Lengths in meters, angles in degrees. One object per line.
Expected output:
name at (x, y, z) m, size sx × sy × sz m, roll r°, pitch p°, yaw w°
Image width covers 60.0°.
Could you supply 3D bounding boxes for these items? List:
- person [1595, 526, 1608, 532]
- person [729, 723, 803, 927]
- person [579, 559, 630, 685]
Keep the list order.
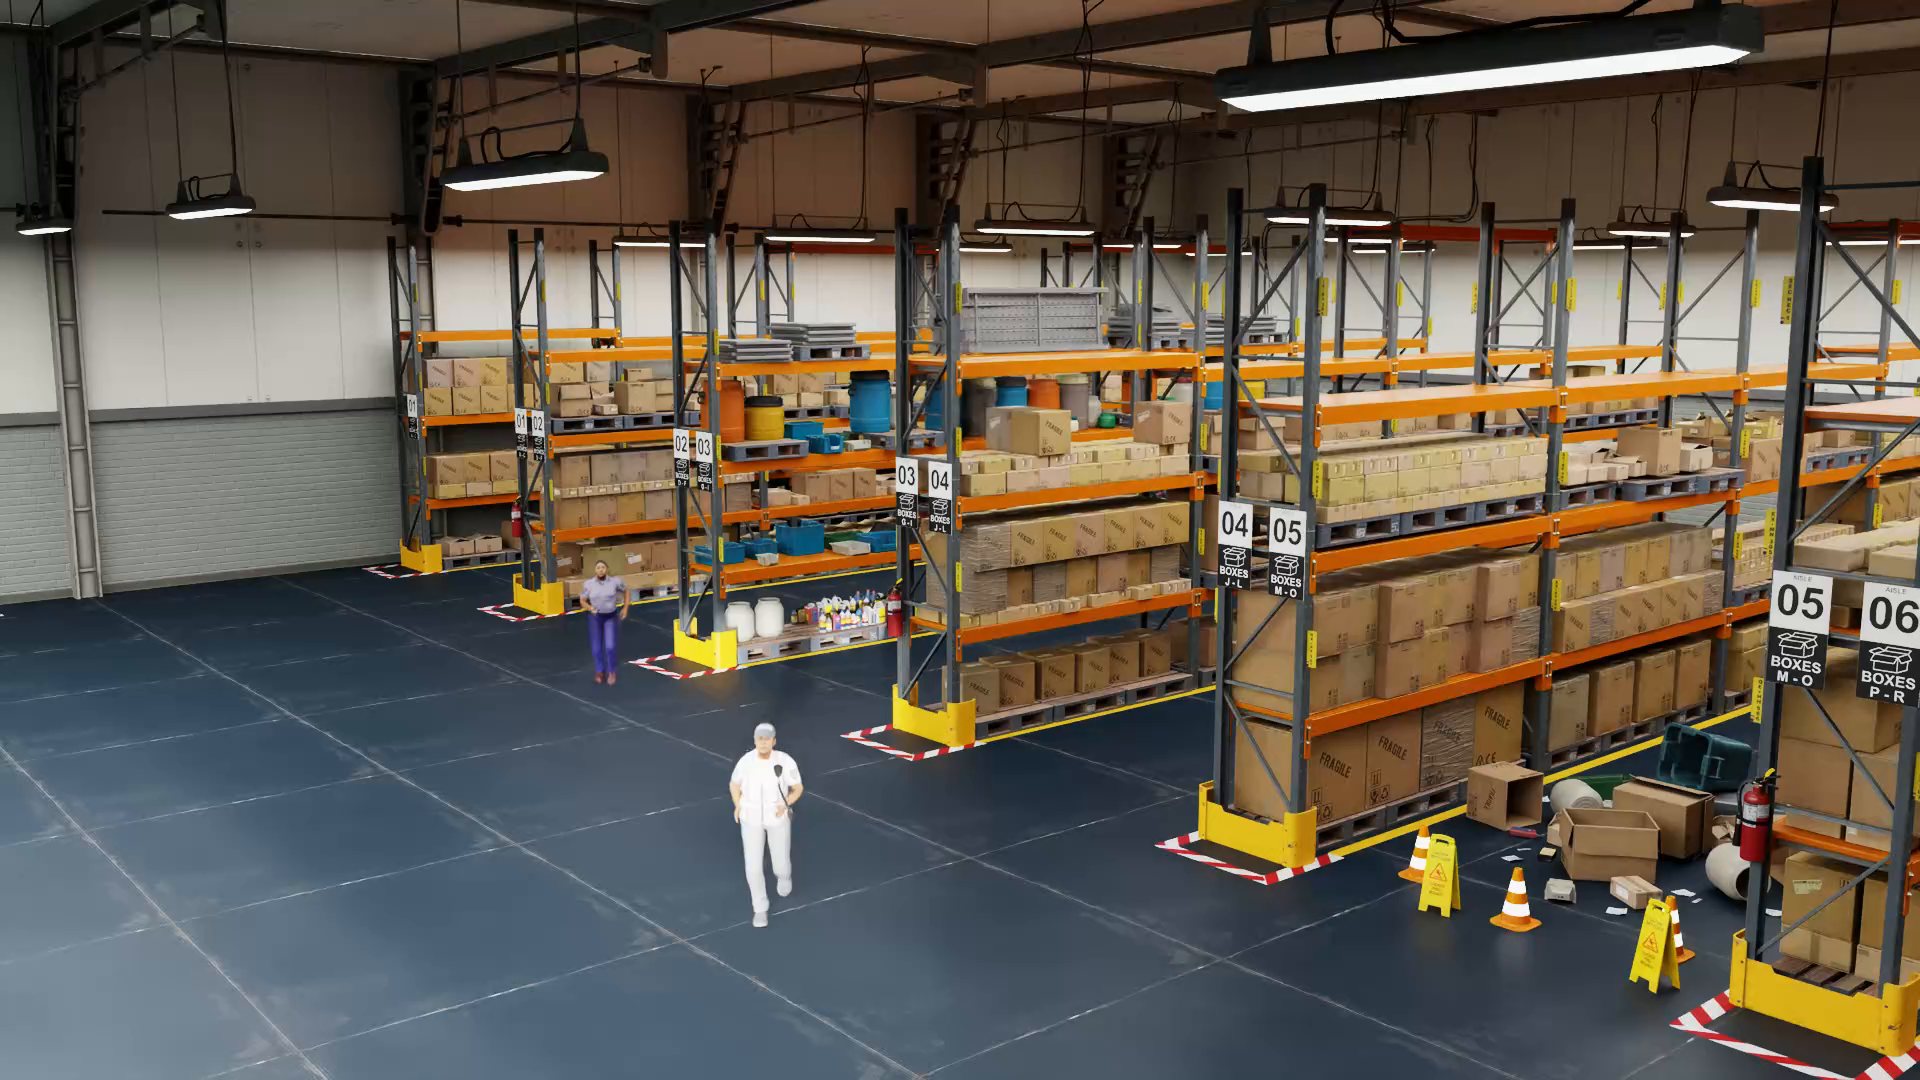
person at (9.732, 0.543, 25.201) m, size 0.524 × 1.561 × 0.694 m, roll 8°, pitch 12°, yaw 42°
person at (-1.595, 2.288, 13.639) m, size 0.613 × 1.621 × 0.687 m, roll 0°, pitch 9°, yaw 1°
person at (-4.602, 1.078, 21.550) m, size 0.628 × 1.676 × 0.671 m, roll -1°, pitch 9°, yaw -7°
